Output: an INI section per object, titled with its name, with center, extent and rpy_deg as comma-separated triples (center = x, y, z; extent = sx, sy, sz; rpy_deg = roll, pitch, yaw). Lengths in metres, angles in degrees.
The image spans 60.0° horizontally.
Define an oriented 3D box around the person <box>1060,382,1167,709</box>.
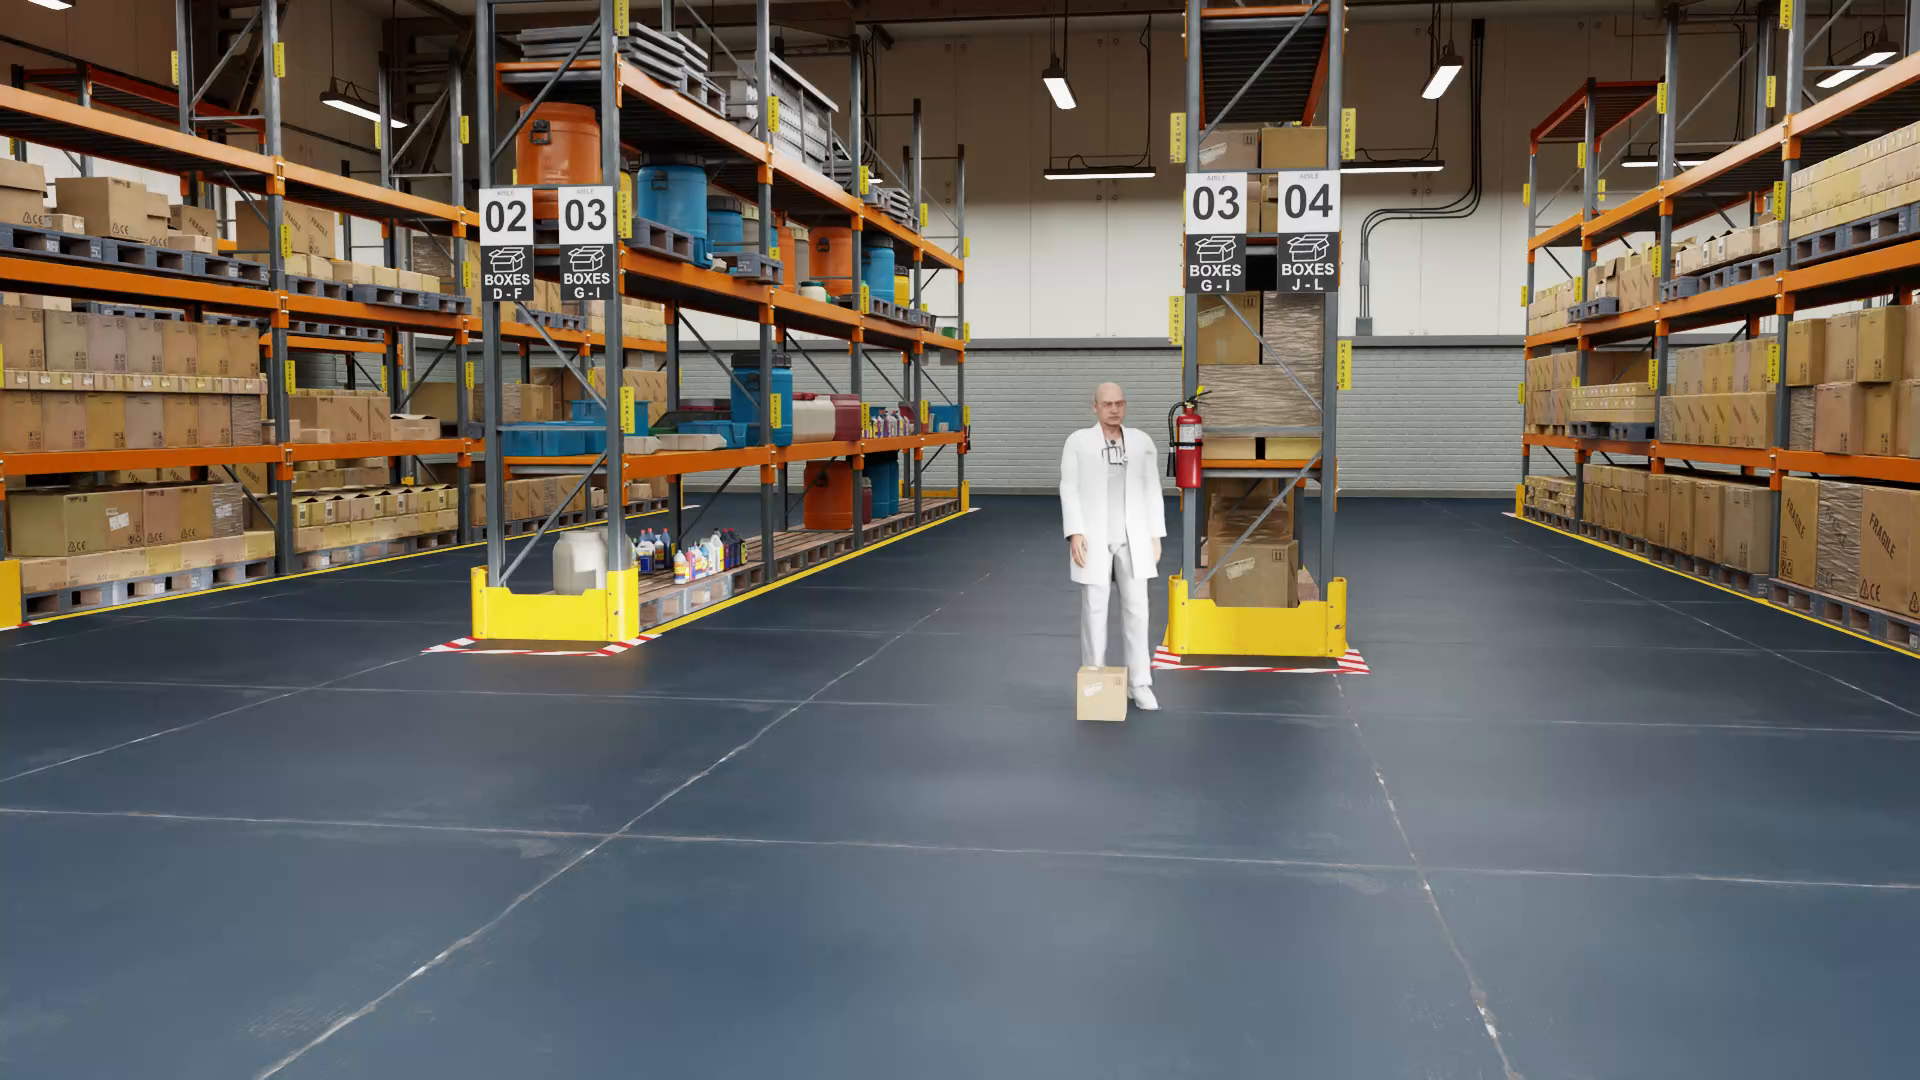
[person]
center = 0.874, 0.018, 9.273
extent = 0.610, 1.793, 0.607
rpy_deg = 0, 4, -6
